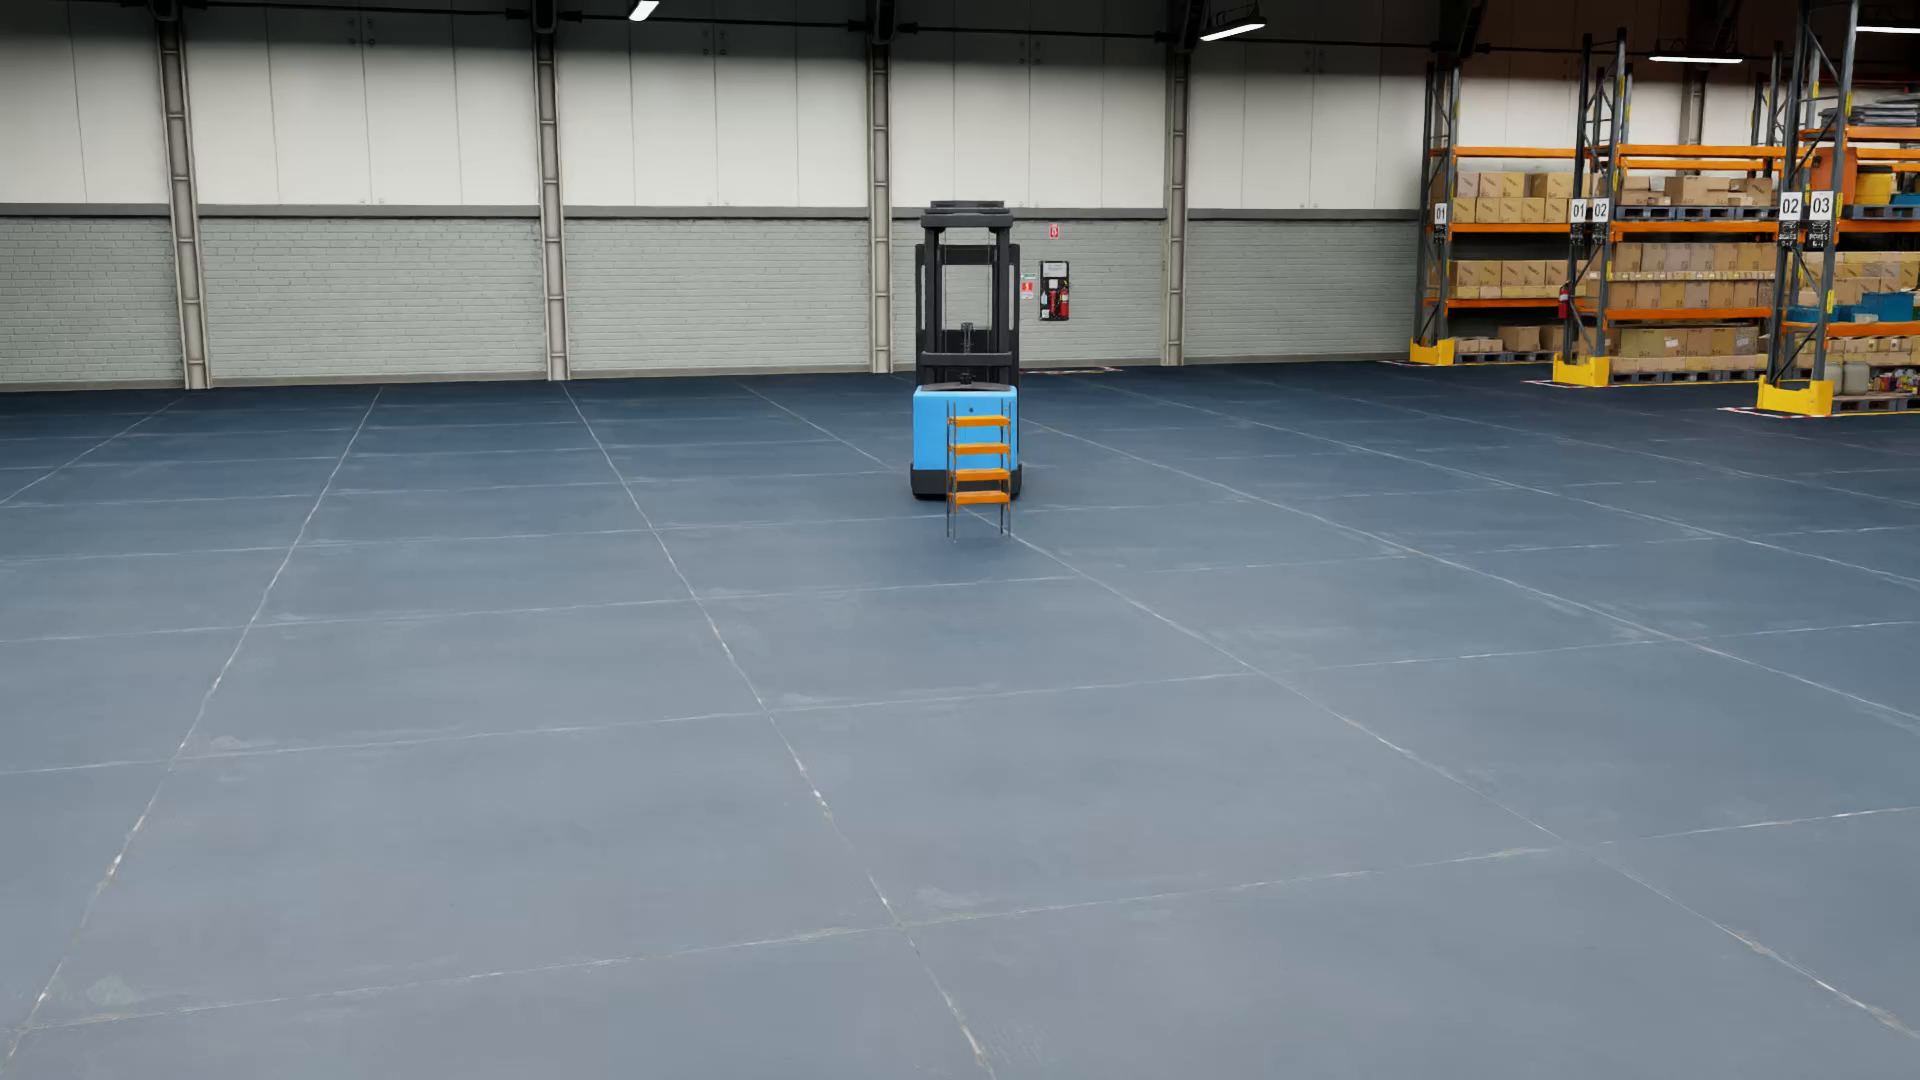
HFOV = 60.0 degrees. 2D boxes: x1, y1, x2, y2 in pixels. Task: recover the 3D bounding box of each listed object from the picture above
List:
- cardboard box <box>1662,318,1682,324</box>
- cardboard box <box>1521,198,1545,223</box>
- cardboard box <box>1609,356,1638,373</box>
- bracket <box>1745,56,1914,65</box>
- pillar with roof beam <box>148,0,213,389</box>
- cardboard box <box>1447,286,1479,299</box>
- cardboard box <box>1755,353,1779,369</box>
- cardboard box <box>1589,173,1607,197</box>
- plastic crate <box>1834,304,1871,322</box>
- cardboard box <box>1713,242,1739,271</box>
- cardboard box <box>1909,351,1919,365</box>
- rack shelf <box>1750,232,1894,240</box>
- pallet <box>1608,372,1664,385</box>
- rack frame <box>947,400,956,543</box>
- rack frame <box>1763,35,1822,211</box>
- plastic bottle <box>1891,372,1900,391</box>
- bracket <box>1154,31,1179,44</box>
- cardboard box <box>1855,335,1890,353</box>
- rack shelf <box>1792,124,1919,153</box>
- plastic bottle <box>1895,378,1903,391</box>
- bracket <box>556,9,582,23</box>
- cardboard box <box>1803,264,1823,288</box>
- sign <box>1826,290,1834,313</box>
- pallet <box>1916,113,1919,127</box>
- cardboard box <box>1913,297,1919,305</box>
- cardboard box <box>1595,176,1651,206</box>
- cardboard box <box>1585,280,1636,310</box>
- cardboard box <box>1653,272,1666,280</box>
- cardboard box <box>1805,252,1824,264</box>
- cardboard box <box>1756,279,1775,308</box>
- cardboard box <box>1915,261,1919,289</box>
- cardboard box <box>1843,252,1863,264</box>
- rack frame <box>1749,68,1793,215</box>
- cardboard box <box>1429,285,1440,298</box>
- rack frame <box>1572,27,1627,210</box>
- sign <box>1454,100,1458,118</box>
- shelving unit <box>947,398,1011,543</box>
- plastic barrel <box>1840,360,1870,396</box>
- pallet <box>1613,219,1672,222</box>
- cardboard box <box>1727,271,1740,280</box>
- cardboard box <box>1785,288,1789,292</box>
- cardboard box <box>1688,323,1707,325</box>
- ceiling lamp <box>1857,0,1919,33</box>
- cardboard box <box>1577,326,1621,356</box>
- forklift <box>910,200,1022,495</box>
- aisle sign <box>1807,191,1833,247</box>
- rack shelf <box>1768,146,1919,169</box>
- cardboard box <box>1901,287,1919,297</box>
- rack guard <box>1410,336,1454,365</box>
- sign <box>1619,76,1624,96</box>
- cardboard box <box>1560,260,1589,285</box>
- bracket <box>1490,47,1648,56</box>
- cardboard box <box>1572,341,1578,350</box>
[{"bbox_3d":[15.048,-4.753,35.501,0.500,0.250,0.500,-3,11,-18],"label":"cardboard box"},{"bbox_3d":[11.508,-6.692,33.795,0.500,0.500,0.500,-2,11,-12],"label":"cardboard box"},{"bbox_3d":[11.551,-3.087,29.265,0.500,0.250,0.500,-3,11,-16],"label":"cardboard box"},{"bbox_3d":[18.748,-10.405,36.070,4.783,0.066,0.076,-3,11,-16],"label":"bracket"},{"bbox_3d":[-11.825,-6.278,23.598,0.548,9.000,9.100,-3,11,-16],"label":"pillar with roof beam"},{"bbox_3d":[10.143,-5.011,33.640,0.500,0.250,0.500,-3,11,-18],"label":"cardboard box"},{"bbox_3d":[14.430,-3.239,30.094,0.500,0.250,0.500,-3,11,-16],"label":"cardboard box"},{"bbox_3d":[13.021,-7.261,34.127,0.500,0.500,0.500,-4,11,-21],"label":"cardboard box"},{"bbox_3d":[13.376,-3.419,25.046,0.408,0.251,0.499,-3,11,-16],"label":"plastic crate"},{"bbox_3d":[13.424,-5.059,29.685,0.500,0.500,0.700,-3,11,-16],"label":"cardboard box"},{"bbox_3d":[17.724,-3.408,31.007,0.500,0.250,0.500,-3,11,-17],"label":"cardboard box"},{"bbox_3d":[19.187,-6.733,36.336,4.000,0.370,1.077,-3,11,-16],"label":"rack shelf"},{"bbox_3d":[11.696,-2.919,29.619,1.213,0.211,1.003,-3,11,-16],"label":"pallet"},{"bbox_3d":[-0.075,-0.586,14.218,0.015,1.200,0.240,-3,11,-16],"label":"rack frame"},{"bbox_3d":[14.814,-7.397,29.674,0.127,3.000,1.000,-3,11,-16],"label":"rack frame"},{"bbox_3d":[14.378,-2.444,25.646,0.135,0.276,0.152,-3,11,-18],"label":"plastic bottle"},{"bbox_3d":[3.956,-9.625,31.835,0.430,0.232,0.235,-3,11,-16],"label":"bracket"},{"bbox_3d":[16.756,-3.632,30.679,0.500,0.311,0.500,-3,11,-14],"label":"cardboard box"},{"bbox_3d":[14.275,-5.884,24.547,4.000,0.370,1.077,-3,11,-16],"label":"rack shelf"},{"bbox_3d":[14.431,-2.386,25.540,0.097,0.201,0.097,0,10,0],"label":"plastic bottle"},{"bbox_3d":[-6.769,-9.060,28.765,0.430,0.232,0.235,-3,11,-16],"label":"bracket"},{"bbox_3d":[18.310,-5.720,35.982,0.500,0.500,0.500,-3,11,-14],"label":"cardboard box"},{"bbox_3d":[12.504,-3.423,23.893,0.005,0.325,0.100,-3,11,-16],"label":"sign"},{"bbox_3d":[14.238,-6.137,24.457,1.213,0.211,1.003,-3,11,-16],"label":"pallet"},{"bbox_3d":[17.868,-4.432,30.831,0.250,0.149,0.380,-3,11,-16],"label":"cardboard box"},{"bbox_3d":[11.526,-6.074,28.940,0.637,0.503,0.797,-2,11,-12],"label":"cardboard box"},{"bbox_3d":[11.425,-4.315,29.224,0.500,0.500,0.700,-3,11,-16],"label":"cardboard box"},{"bbox_3d":[12.146,-4.633,29.164,0.250,0.149,0.380,-3,11,-17],"label":"cardboard box"},{"bbox_3d":[18.290,-6.090,35.917,0.500,0.250,0.500,-3,11,-17],"label":"cardboard box"},{"bbox_3d":[14.390,-4.472,30.080,0.500,0.500,0.700,-3,11,-17],"label":"cardboard box"},{"bbox_3d":[21.633,-5.885,37.199,0.700,0.700,0.980,-3,11,-15],"label":"cardboard box"},{"bbox_3d":[19.258,-6.142,36.204,0.500,0.250,0.500,-3,11,-17],"label":"cardboard box"},{"bbox_3d":[17.267,-8.460,35.450,0.127,3.000,1.000,-3,11,-16],"label":"rack frame"},{"bbox_3d":[9.980,-5.099,34.117,0.500,0.250,0.500,-3,11,-15],"label":"cardboard box"},{"bbox_3d":[10.974,-7.195,28.574,0.127,3.000,1.000,-3,11,-16],"label":"rack frame"},{"bbox_3d":[9.737,-8.460,32.647,0.005,0.325,0.100,-3,11,-16],"label":"sign"},{"bbox_3d":[0.159,-0.598,14.285,0.503,1.200,0.258,-3,11,-16],"label":"shelving unit"},{"bbox_3d":[13.446,-2.438,25.017,0.421,0.512,0.421,0,10,0],"label":"plastic barrel"},{"bbox_3d":[14.048,-6.703,34.708,1.003,0.211,1.213,-3,11,-16],"label":"pallet"},{"bbox_3d":[13.635,-4.713,29.594,0.250,0.149,0.380,-3,11,-16],"label":"cardboard box"},{"bbox_3d":[17.647,-5.373,35.886,0.250,0.149,0.380,-3,11,-17],"label":"cardboard box"},{"bbox_3d":[15.594,-4.416,35.737,0.500,0.500,0.700,-3,11,-16],"label":"cardboard box"},{"bbox_3d":[15.437,-9.791,26.555,2.000,3.185,0.800,-3,11,-16],"label":"ceiling lamp"},{"bbox_3d":[11.405,-3.546,29.689,0.500,0.500,0.500,-3,11,-16],"label":"cardboard box"},{"bbox_3d":[0.085,-2.099,17.652,1.130,2.935,3.031,0,10,1],"label":"forklift"},{"bbox_3d":[12.367,-4.607,23.907,0.004,0.787,0.394,-3,11,-16],"label":"aisle sign"},{"bbox_3d":[16.734,-6.948,30.325,4.000,0.370,1.077,-3,11,-16],"label":"rack shelf"},{"bbox_3d":[17.742,-4.594,31.261,0.500,0.311,0.500,-3,11,-17],"label":"cardboard box"},{"bbox_3d":[9.658,-3.880,34.041,0.348,0.500,1.175,-3,11,-16],"label":"rack guard"},{"bbox_3d":[11.123,-7.635,27.949,0.005,0.325,0.100,-3,11,-16],"label":"sign"},{"bbox_3d":[12.581,-5.508,34.273,0.500,0.500,0.500,-3,11,-16],"label":"cardboard box"},{"bbox_3d":[12.987,-10.101,34.421,4.783,0.066,0.076,-3,11,-16],"label":"bracket"},{"bbox_3d":[12.921,-4.098,34.935,0.250,0.166,0.380,-5,11,-23],"label":"cardboard box"}]
